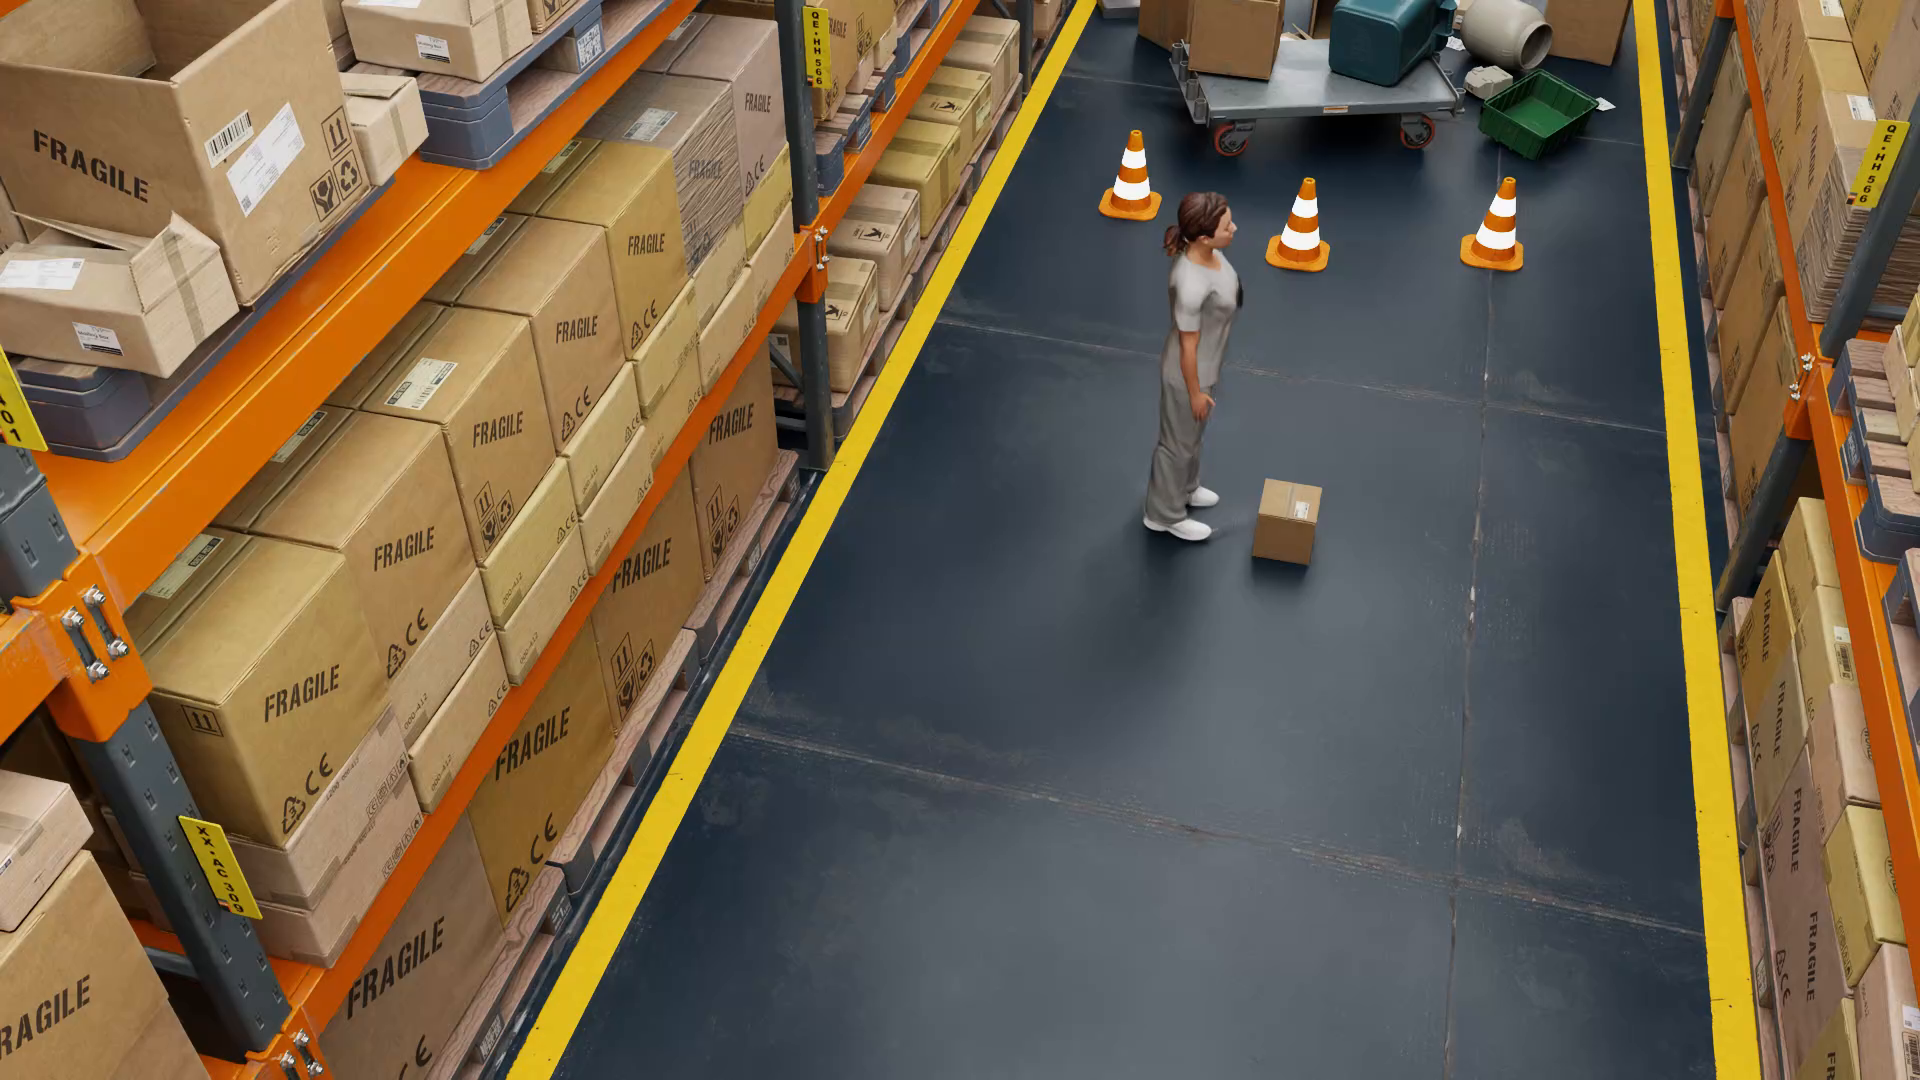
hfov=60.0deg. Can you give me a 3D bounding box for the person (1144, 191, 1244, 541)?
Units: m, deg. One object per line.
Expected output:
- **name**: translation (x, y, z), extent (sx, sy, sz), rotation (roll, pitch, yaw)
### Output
- **person**: translation (0.971, -0.711, 6.966), extent (0.351, 1.699, 0.473), rotation (10, 42, 12)
